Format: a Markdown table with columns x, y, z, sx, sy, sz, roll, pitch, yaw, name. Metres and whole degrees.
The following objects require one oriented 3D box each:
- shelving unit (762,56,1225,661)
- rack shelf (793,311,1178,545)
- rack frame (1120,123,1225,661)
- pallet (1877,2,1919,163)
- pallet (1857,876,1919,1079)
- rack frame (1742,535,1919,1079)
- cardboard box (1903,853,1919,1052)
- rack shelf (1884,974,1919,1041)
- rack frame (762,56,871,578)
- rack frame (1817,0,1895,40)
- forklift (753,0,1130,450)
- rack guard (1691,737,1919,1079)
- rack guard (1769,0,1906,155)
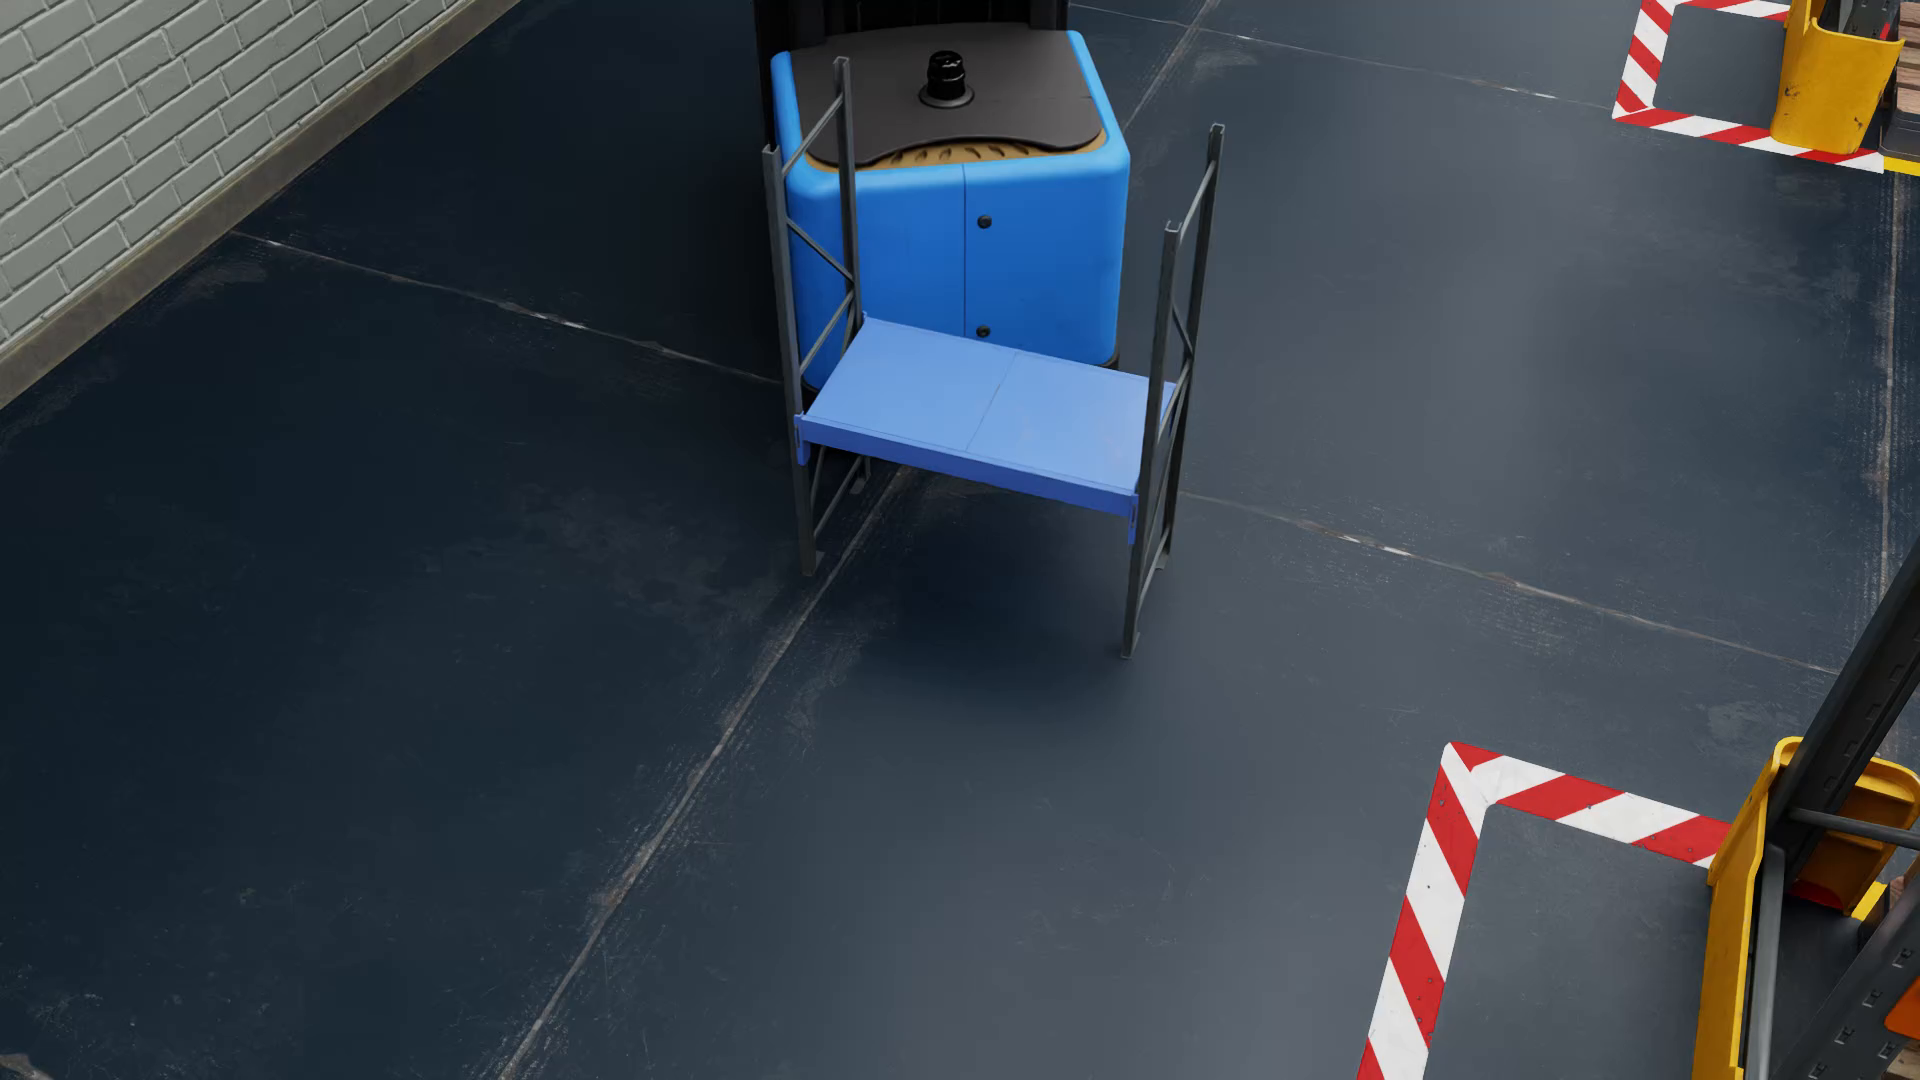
| x | y | z | sx | sy | sz | roll | pitch | yaw | name |
| --- | --- | --- | --- | --- | --- | --- | --- | --- | --- |
| 0.089 | -0.465 | 4.654 | 1.048 | 1.500 | 0.538 | 14 | 47 | 14 | shelving unit |
| 0.089 | -0.337 | 4.781 | 1.000 | 0.185 | 0.538 | 14 | 47 | 14 | rack shelf |
| 0.569 | -0.346 | 4.535 | 0.032 | 1.500 | 0.500 | 14 | 47 | 14 | rack frame |
| 4.521 | -1.822 | 6.932 | 1.213 | 0.211 | 1.003 | 16 | 47 | 16 | pallet |
| 2.671 | 1.389 | 3.705 | 1.213 | 0.211 | 1.003 | 16 | 47 | 16 | pallet |
| 1.864 | 0.163 | 2.959 | 0.127 | 3.000 | 1.000 | 16 | 47 | 16 | rack frame |
| 2.461 | 0.881 | 3.698 | 0.500 | 0.500 | 0.500 | 16 | 47 | 16 | cardboard box |
| 3.710 | 0.962 | 2.667 | 4.000 | 0.370 | 1.077 | 16 | 47 | 16 | rack shelf |
| -0.390 | -0.583 | 4.773 | 0.032 | 1.500 | 0.500 | 14 | 47 | 14 | rack frame |
| 3.775 | -3.060 | 6.199 | 0.127 | 3.000 | 1.000 | 16 | 47 | 16 | rack frame |
| -0.205 | -2.381 | 5.565 | 1.130 | 2.935 | 3.031 | -6 | 45 | -6 | forklift |
| 1.934 | 1.070 | 3.820 | 0.348 | 0.500 | 1.175 | 16 | 47 | 16 | rack guard |
| 3.748 | -2.172 | 7.078 | 0.348 | 0.500 | 1.175 | 16 | 47 | 16 | rack guard |
